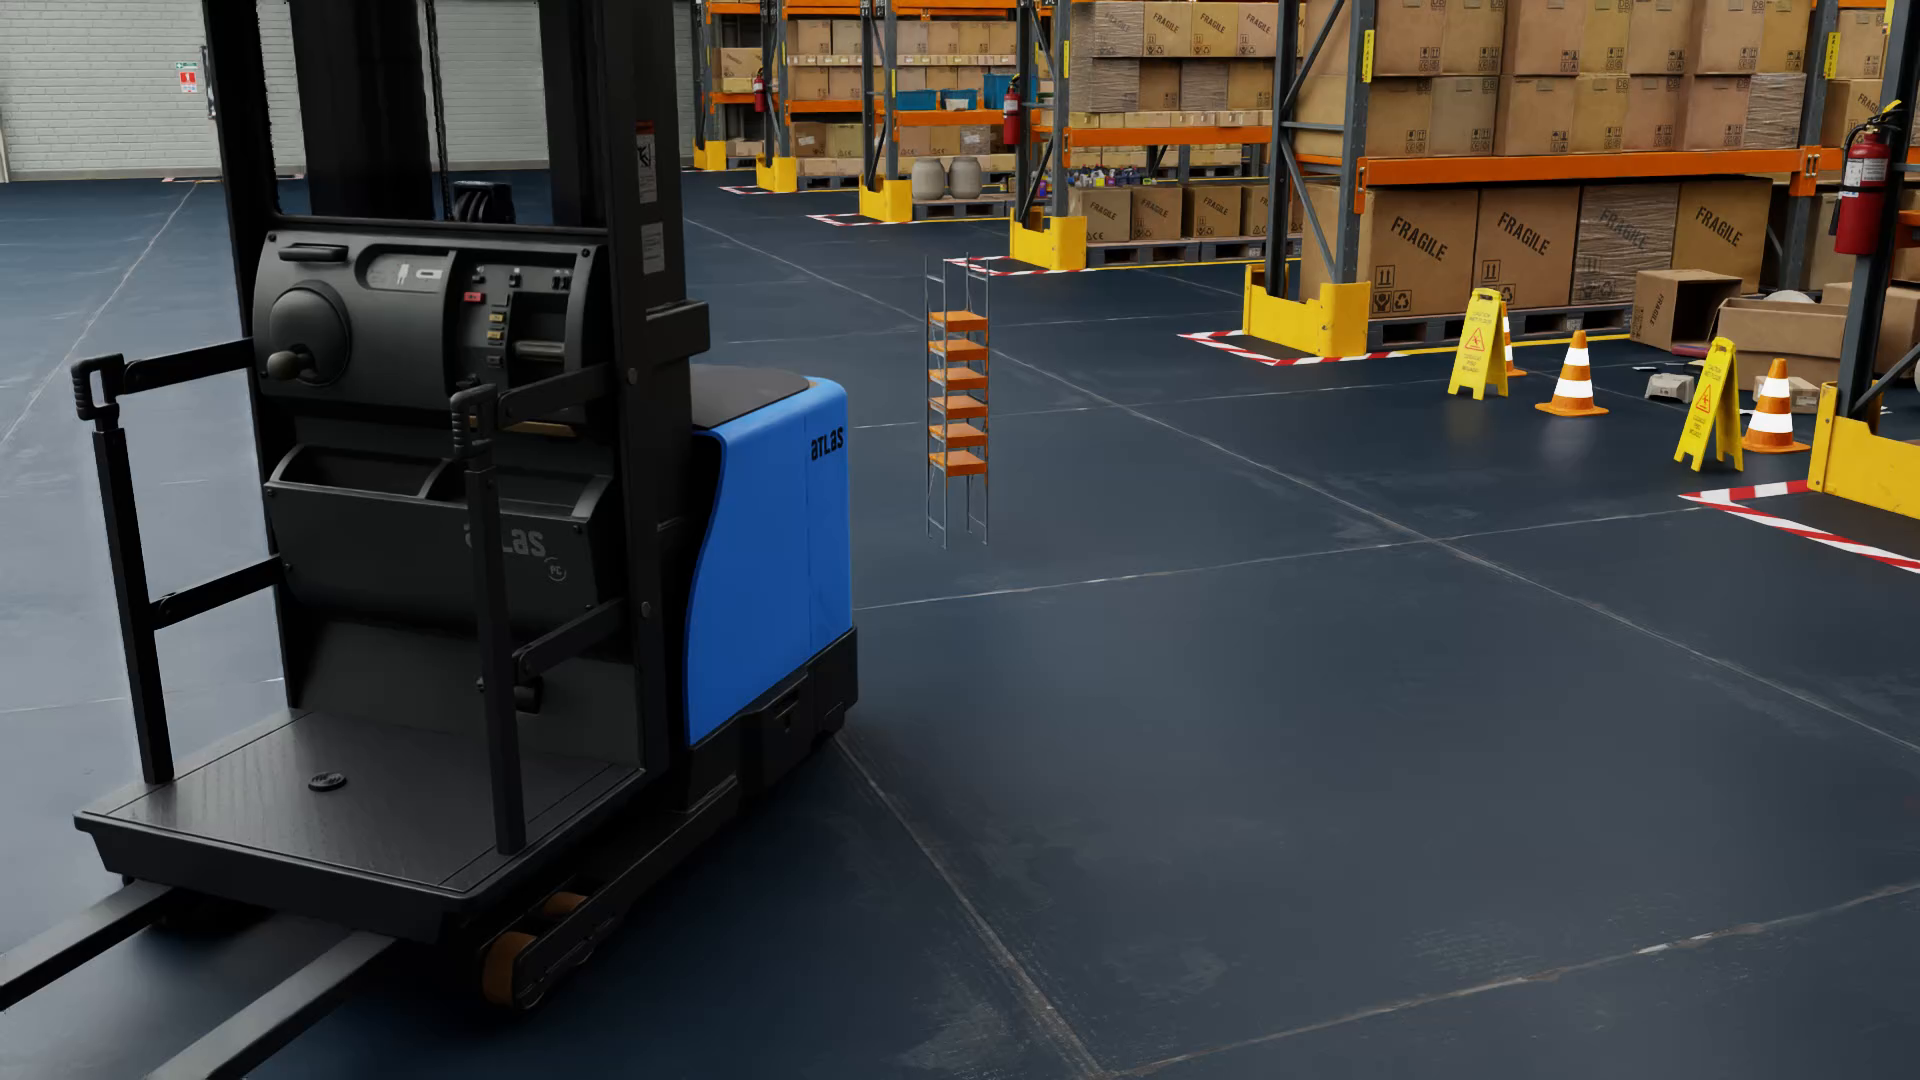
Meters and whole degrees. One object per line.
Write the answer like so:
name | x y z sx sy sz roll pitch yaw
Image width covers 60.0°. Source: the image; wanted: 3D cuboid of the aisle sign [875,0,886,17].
aisle sign | -0.950 -6.627 19.727 0.004 0.787 0.394 -6 17 -20

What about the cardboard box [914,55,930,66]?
cardboard box | -0.632 -7.291 25.273 0.250 0.149 0.380 -6 17 -18

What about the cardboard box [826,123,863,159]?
cardboard box | -1.710 -6.056 25.200 0.500 0.500 0.500 -6 17 -20

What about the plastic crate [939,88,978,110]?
plastic crate | -0.019 -5.585 21.059 0.408 0.251 0.499 -6 17 -20

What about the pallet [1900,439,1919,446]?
pallet | 5.173 -0.295 7.730 1.213 0.211 1.003 -6 17 -20

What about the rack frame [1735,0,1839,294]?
rack frame | 6.200 -3.249 12.837 0.127 3.000 1.000 -6 17 -20

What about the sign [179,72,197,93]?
sign | -12.666 -7.513 27.295 0.234 0.329 0.001 -6 17 -20

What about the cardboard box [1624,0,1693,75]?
cardboard box | 4.818 -3.706 12.213 0.550 0.550 0.875 -6 17 -20

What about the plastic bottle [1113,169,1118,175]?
plastic bottle | 2.039 -4.790 22.127 0.133 0.283 0.061 -6 17 -20

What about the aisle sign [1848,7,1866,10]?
aisle sign | 13.914 -8.410 25.798 0.004 0.787 0.394 -6 17 -20

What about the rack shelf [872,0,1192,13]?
rack shelf | 0.880 -6.759 20.745 4.000 0.370 1.077 -6 17 -20

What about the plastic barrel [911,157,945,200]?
plastic barrel | -0.401 -4.558 20.966 0.421 0.512 0.421 0 16 0

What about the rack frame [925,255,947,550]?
rack frame | -0.099 -0.565 6.893 0.006 1.200 0.240 -6 17 -20

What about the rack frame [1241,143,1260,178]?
rack frame | 4.713 -7.574 27.566 0.127 3.000 1.000 -6 17 -20

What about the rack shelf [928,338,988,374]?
rack shelf | -0.014 -0.762 6.869 0.180 0.103 0.258 -6 17 -20

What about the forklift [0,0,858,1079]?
forklift | -1.324 -0.517 3.657 1.130 2.935 3.031 6 17 20

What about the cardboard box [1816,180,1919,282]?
cardboard box | 7.650 -2.553 13.716 0.750 0.750 1.050 -6 17 -20

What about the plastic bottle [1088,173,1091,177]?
plastic bottle | 1.708 -4.606 21.501 0.133 0.283 0.061 -6 17 -20

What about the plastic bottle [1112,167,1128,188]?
plastic bottle | 2.070 -4.647 21.519 0.185 0.351 0.144 -7 18 -23

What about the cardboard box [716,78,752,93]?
cardboard box | -3.964 -7.974 29.158 0.500 0.250 0.500 -7 18 -22

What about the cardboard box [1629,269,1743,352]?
cardboard box | 5.118 -1.624 11.737 0.500 0.500 0.500 -3 17 -11

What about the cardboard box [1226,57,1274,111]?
cardboard box | 2.685 -4.568 16.624 0.500 0.500 0.875 -6 17 -20

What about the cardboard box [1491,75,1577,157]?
cardboard box | 3.869 -3.051 11.899 0.550 0.550 0.875 -6 17 -20

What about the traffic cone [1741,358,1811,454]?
traffic cone | 4.270 -0.719 8.724 0.334 0.463 0.336 -6 17 -20

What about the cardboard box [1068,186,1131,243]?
cardboard box | 1.374 -3.221 16.435 0.500 0.500 0.500 -3 17 -10

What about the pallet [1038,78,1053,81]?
pallet | 1.104 -8.574 31.314 1.213 0.211 1.003 -6 17 -20

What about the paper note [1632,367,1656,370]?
paper note | 4.498 -1.127 10.885 0.142 0.017 0.144 0 16 -1

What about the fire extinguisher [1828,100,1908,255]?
fire extinguisher | 4.059 -1.626 7.448 0.183 0.674 0.296 -6 17 -20

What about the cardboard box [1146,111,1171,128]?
cardboard box | 1.841 -4.078 16.108 0.250 0.149 0.380 -6 17 -20

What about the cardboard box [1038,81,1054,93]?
cardboard box | 1.422 -7.160 26.422 0.500 0.250 0.500 -5 17 -17

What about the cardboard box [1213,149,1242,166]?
cardboard box | 4.309 -6.339 27.495 0.500 0.250 0.500 -6 17 -19

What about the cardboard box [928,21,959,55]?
cardboard box | -0.373 -7.693 25.492 0.500 0.500 0.700 -6 17 -20

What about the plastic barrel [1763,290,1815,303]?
plastic barrel | 5.690 -1.495 11.436 0.421 0.421 0.512 6 17 18

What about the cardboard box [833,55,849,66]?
cardboard box | -1.834 -7.161 24.833 0.250 0.149 0.380 -6 17 -20

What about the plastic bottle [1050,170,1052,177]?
plastic bottle | 1.272 -4.773 21.948 0.185 0.351 0.144 -6 18 -21

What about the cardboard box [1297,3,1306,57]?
cardboard box | 3.264 -5.016 16.374 0.500 0.500 0.500 -6 17 -20

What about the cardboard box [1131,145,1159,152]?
cardboard box | 2.888 -6.453 26.890 0.500 0.311 0.500 -6 17 -19

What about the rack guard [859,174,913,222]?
rack guard | -0.934 -4.284 20.800 0.348 0.500 1.175 -6 17 -20

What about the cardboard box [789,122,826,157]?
cardboard box | -2.363 -6.142 25.493 0.500 0.500 0.500 -6 17 -20

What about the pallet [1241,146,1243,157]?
pallet | 4.838 -7.720 33.014 1.213 0.211 1.003 -6 17 -20

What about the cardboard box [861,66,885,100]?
cardboard box | -1.362 -6.962 25.304 0.500 0.500 0.700 -6 17 -20

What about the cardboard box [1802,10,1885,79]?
cardboard box | 6.662 -3.828 12.858 0.500 0.500 0.700 -6 18 -21

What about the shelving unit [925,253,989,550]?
shelving unit | -0.014 -0.574 6.924 0.189 1.200 0.258 -6 17 -20

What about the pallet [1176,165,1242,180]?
pallet | 3.931 -6.163 27.711 1.213 0.211 1.003 -6 17 -20

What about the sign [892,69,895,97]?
sign | -0.795 -5.451 19.847 0.005 0.325 0.100 -6 17 -20

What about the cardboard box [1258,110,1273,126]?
cardboard box | 3.018 -4.197 16.512 0.250 0.149 0.380 -6 17 -20

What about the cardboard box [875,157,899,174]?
cardboard box | -1.244 -5.747 25.479 0.500 0.250 0.500 -6 17 -20

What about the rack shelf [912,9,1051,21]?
rack shelf | 1.070 -9.769 30.995 4.000 0.370 1.077 -6 17 -20

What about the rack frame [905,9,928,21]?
rack frame | -0.798 -8.474 30.630 0.127 3.000 1.000 -6 17 -20

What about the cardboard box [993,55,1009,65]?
cardboard box | 0.569 -7.422 25.719 0.250 0.149 0.380 -7 18 -21

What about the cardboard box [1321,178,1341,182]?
cardboard box | 4.132 -3.536 17.507 0.500 0.500 0.500 -7 18 -22

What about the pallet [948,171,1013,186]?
pallet | 0.221 -5.764 26.350 1.213 0.211 1.003 -6 17 -20

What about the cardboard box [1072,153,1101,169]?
cardboard box | 1.921 -6.079 26.612 0.500 0.250 0.500 -6 17 -19

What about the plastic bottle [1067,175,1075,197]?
plastic bottle | 1.419 -4.532 21.267 0.097 0.271 0.097 0 16 0

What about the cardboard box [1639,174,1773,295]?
cardboard box | 5.588 -2.386 12.924 0.875 0.875 0.875 -6 17 -19
